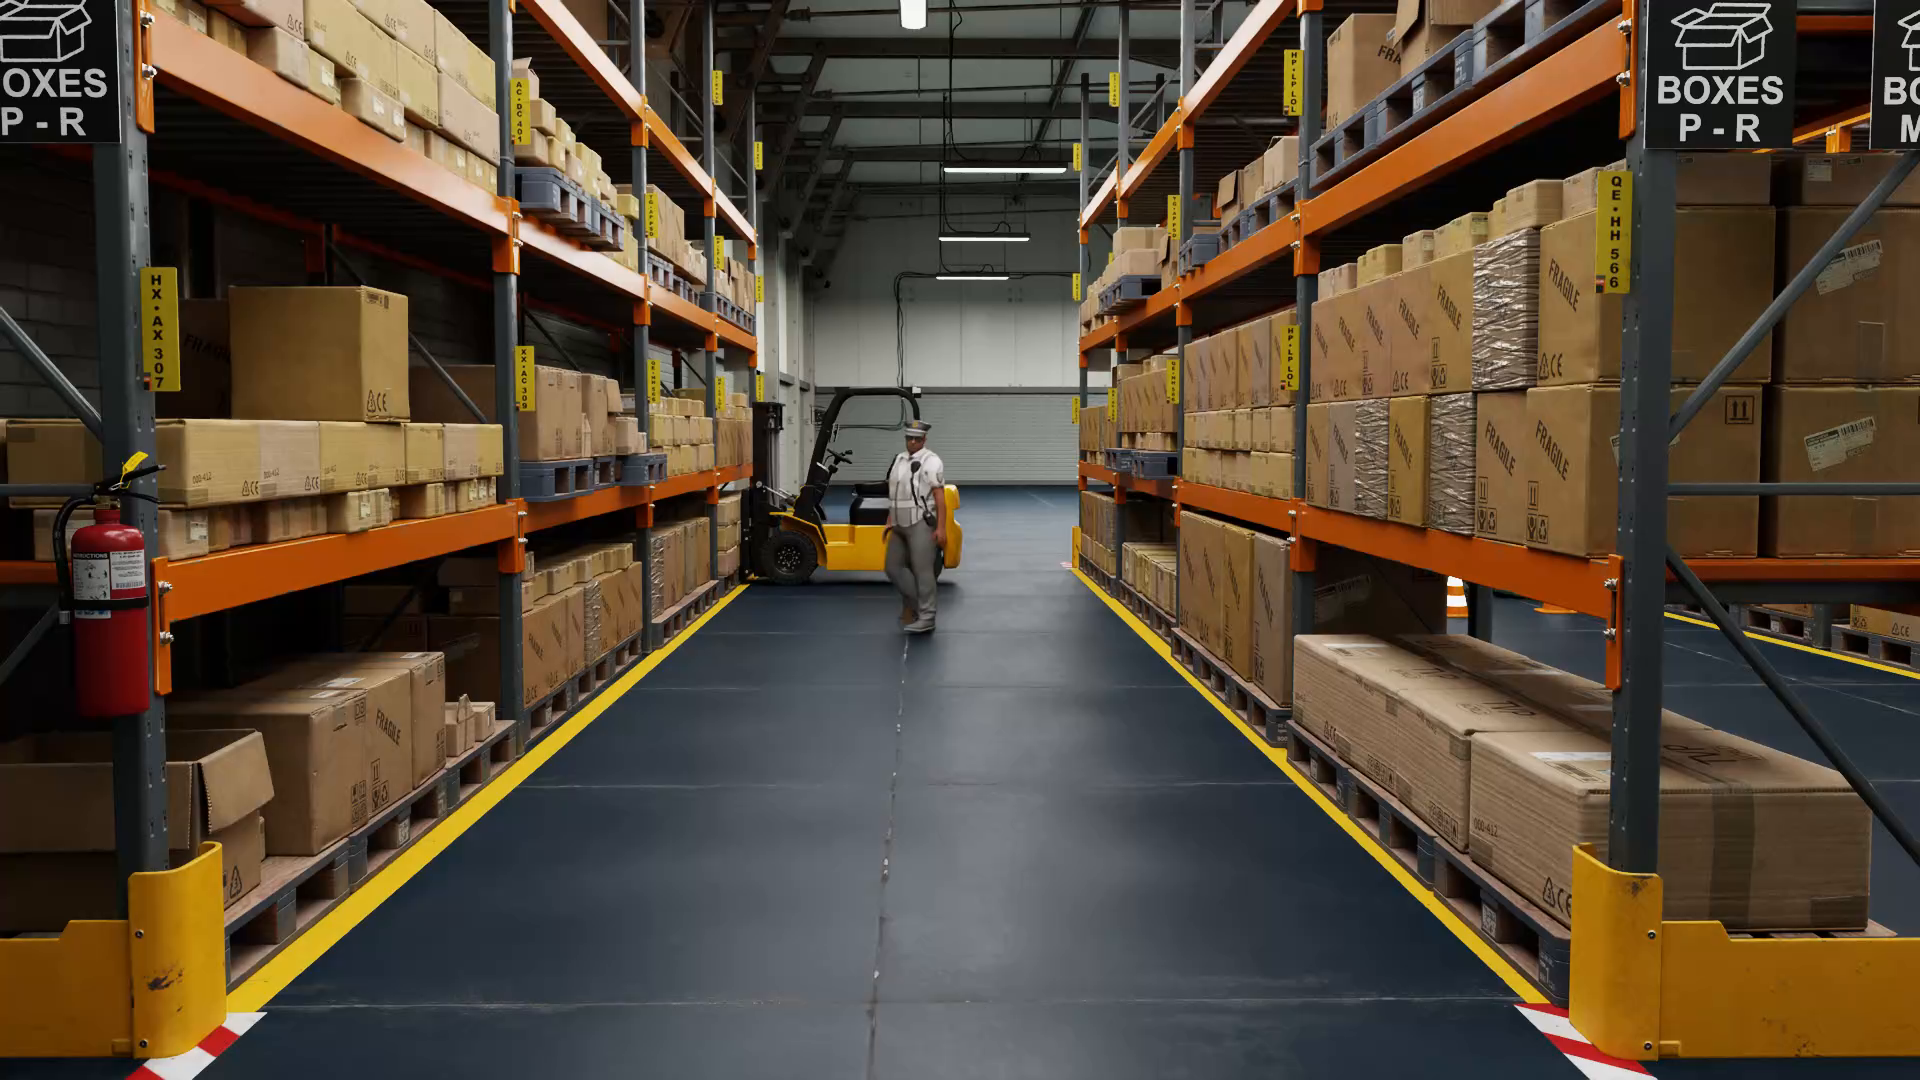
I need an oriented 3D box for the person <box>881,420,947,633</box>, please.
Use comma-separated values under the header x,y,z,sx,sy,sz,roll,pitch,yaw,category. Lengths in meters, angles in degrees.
x,y,z,sx,sy,sz,roll,pitch,yaw,category
-0.388,-0.120,13.781,0.503,1.739,0.706,-3,5,-41,person
